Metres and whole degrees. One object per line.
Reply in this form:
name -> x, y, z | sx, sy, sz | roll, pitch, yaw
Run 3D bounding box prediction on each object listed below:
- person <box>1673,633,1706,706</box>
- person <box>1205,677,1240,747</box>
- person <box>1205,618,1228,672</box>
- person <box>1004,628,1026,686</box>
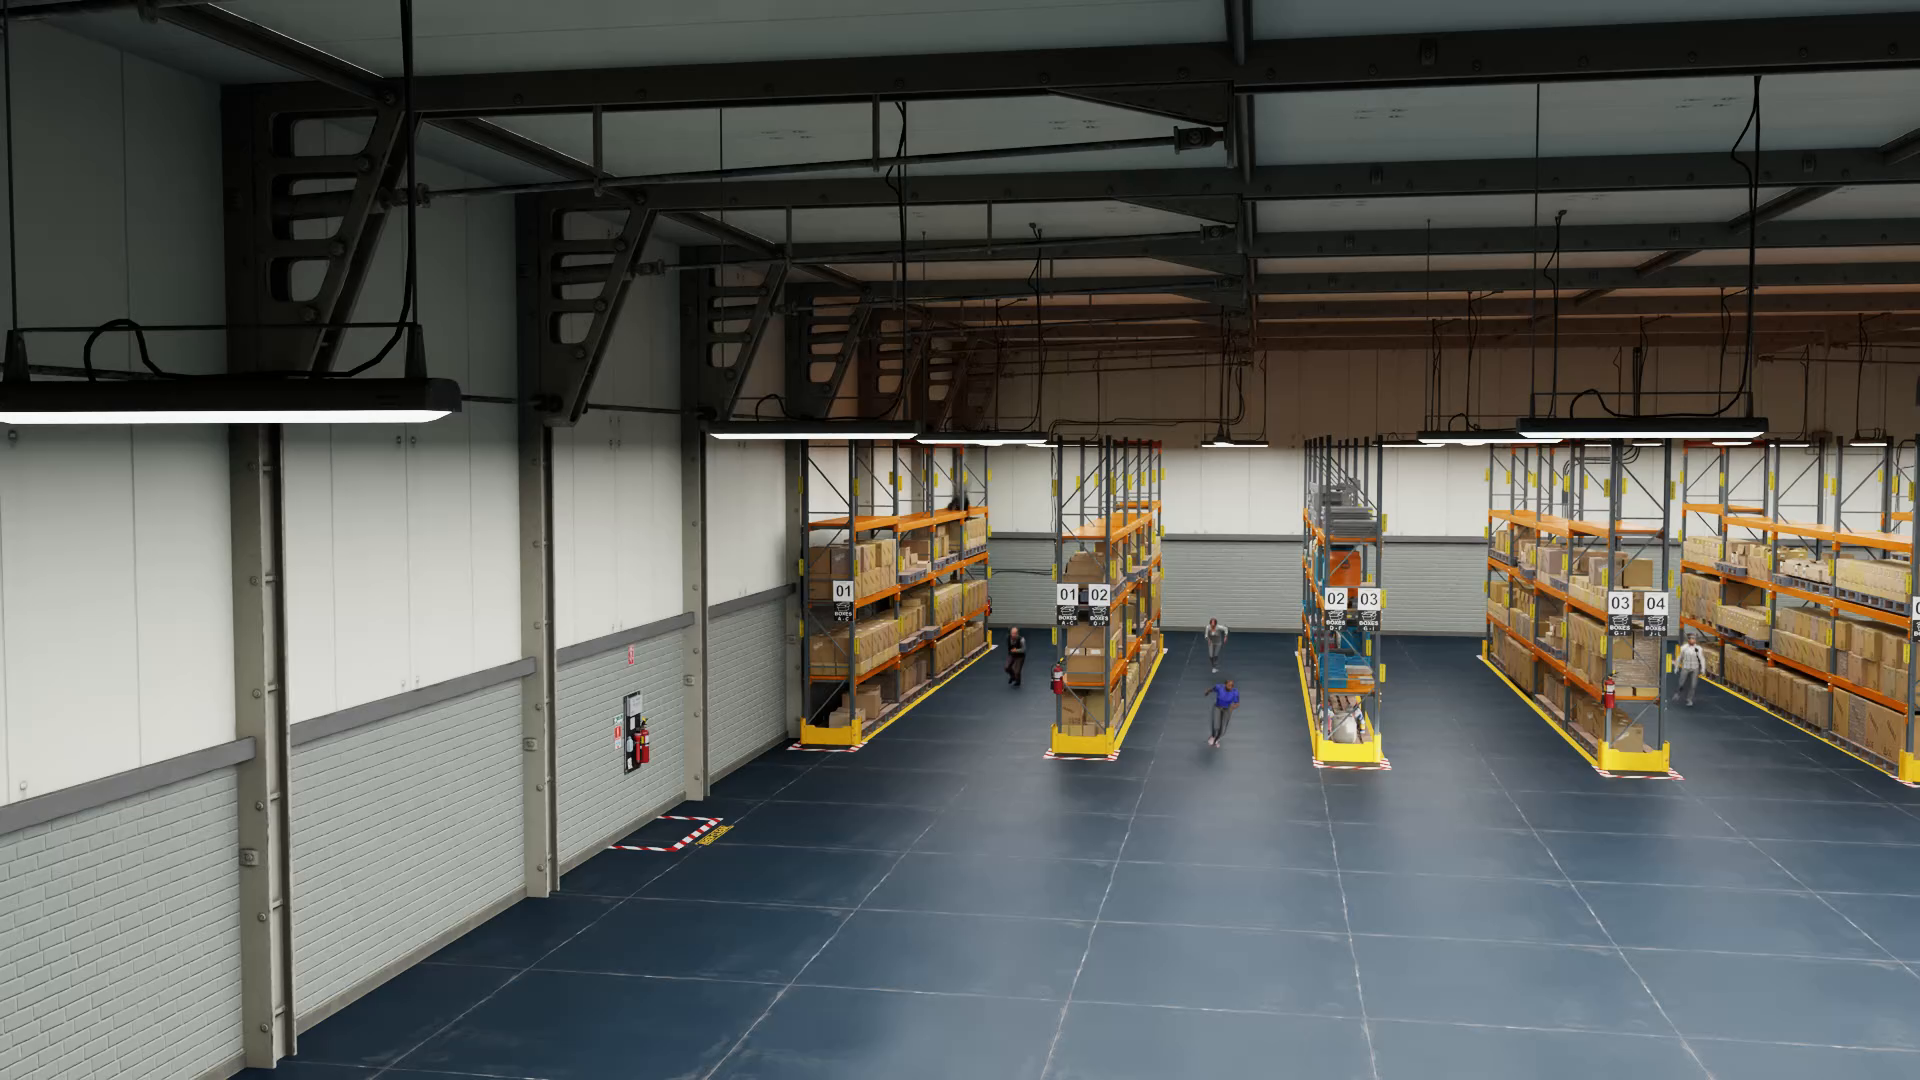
person -> 16.358, 2.882, 37.288 | 0.640, 1.648, 0.638 | 1, 3, 21
person -> 5.021, 3.290, 31.741 | 0.586, 1.420, 0.950 | 0, 3, 0
person -> 6.553, 2.755, 42.571 | 0.569, 1.332, 0.763 | 1, 3, 14
person -> 1.327, 2.813, 39.937 | 0.668, 1.476, 0.998 | 1, 3, 22
